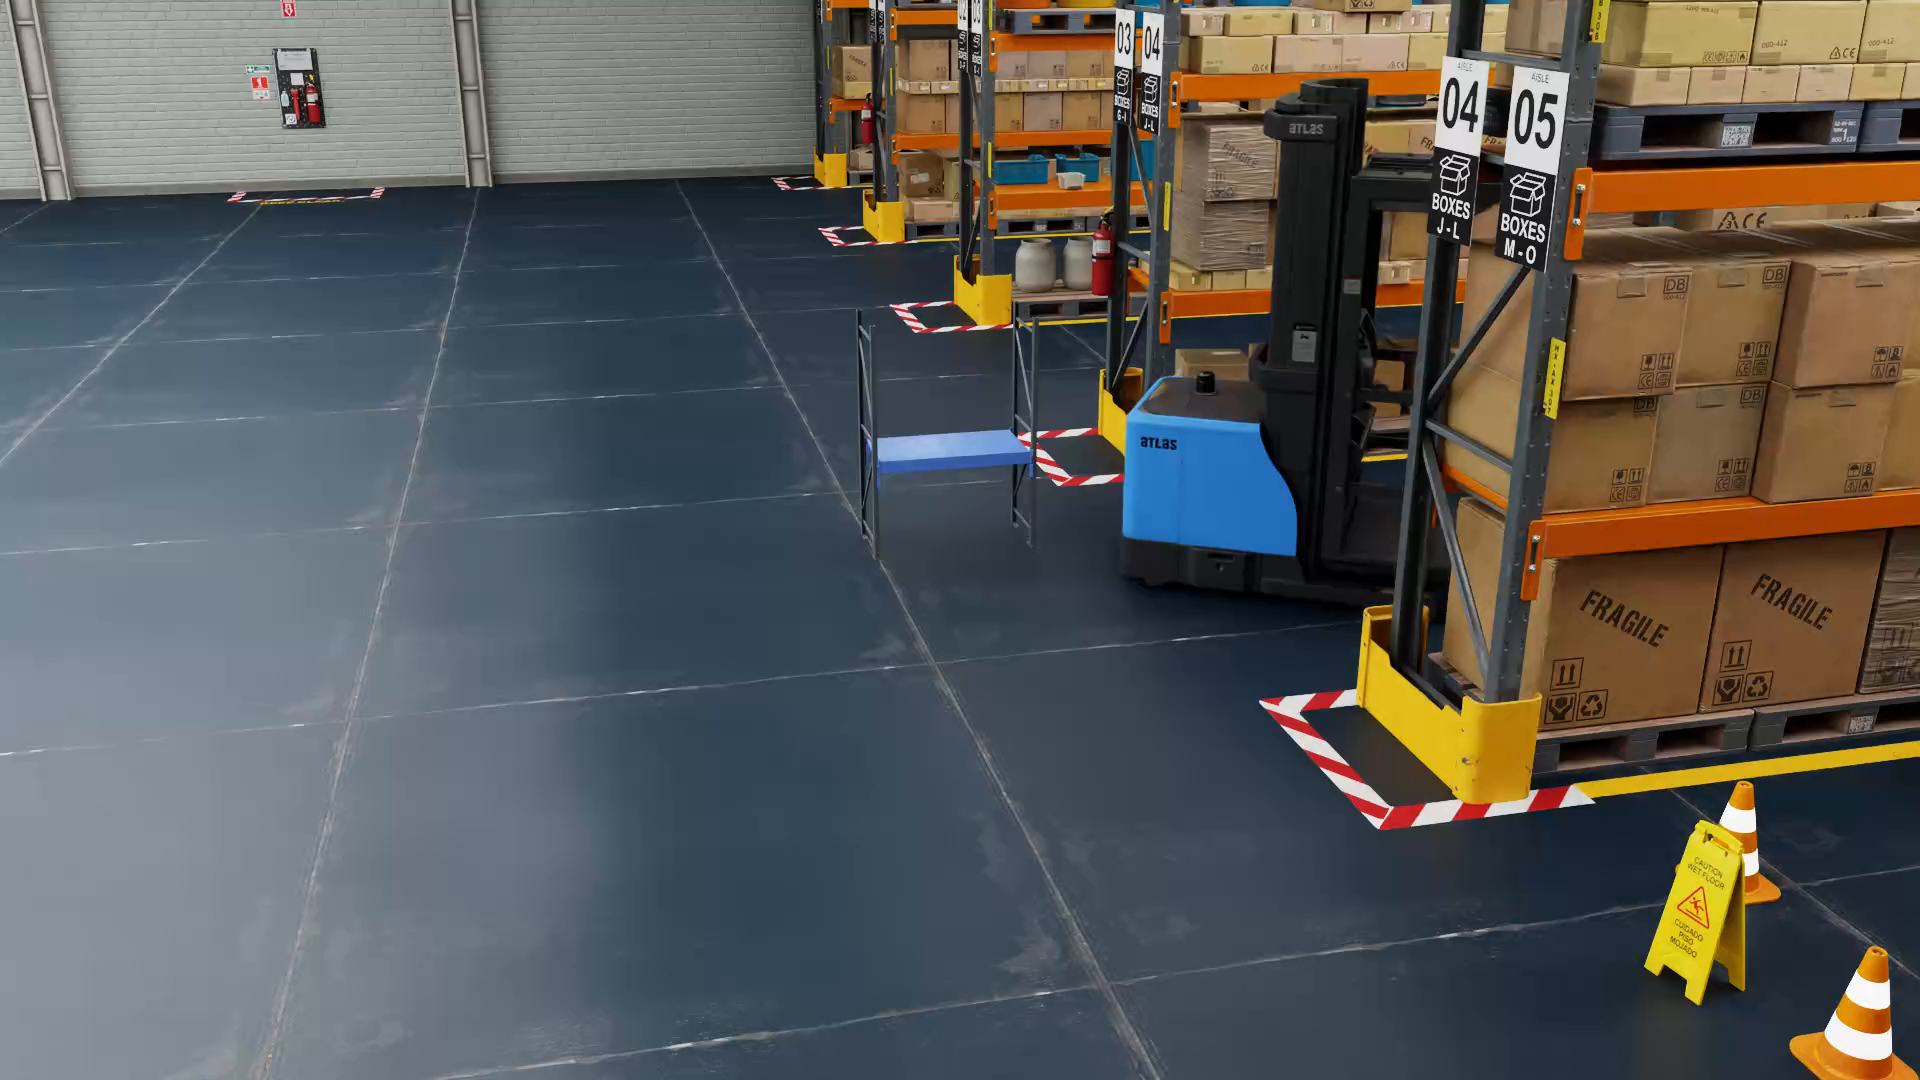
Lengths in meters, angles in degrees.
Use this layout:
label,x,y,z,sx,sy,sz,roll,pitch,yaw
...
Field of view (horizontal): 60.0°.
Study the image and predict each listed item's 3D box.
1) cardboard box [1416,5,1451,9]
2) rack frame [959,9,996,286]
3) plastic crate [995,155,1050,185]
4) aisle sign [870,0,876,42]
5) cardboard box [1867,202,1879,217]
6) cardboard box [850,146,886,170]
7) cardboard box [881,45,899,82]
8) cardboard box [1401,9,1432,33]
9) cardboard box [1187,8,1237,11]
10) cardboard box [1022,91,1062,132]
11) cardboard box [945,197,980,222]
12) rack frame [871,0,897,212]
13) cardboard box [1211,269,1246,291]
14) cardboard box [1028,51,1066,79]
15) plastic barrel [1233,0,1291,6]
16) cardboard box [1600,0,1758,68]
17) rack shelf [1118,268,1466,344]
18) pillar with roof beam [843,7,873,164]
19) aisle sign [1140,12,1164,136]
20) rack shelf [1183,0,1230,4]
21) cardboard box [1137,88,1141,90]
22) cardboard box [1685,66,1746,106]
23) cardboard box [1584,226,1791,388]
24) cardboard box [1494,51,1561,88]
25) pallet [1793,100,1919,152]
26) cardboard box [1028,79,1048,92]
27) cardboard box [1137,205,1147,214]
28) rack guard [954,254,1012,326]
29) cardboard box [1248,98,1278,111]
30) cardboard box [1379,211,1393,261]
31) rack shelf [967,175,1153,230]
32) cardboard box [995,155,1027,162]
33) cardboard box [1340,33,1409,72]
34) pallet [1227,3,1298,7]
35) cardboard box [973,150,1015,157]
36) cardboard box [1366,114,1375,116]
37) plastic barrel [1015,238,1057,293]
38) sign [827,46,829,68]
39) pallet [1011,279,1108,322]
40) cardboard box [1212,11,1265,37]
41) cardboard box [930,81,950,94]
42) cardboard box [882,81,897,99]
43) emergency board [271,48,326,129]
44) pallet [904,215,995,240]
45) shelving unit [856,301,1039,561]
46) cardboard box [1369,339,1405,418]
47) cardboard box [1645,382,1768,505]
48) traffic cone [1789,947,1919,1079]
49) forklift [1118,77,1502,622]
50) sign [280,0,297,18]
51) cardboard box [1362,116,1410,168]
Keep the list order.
label,x,y,z,sx,sy,sz,roll,pitch,yaw
cardboard box,3.549,-3.886,12.339,0.250,0.149,0.380,-5,21,-14
rack frame,0.164,-3.740,16.664,0.127,3.000,1.000,-5,21,-12
plastic crate,0.583,-3.810,17.071,0.616,0.251,0.499,-5,21,-12
aisle sign,-1.103,-6.712,20.998,0.004,0.787,0.394,-5,21,-12
cardboard box,7.406,-2.787,13.668,0.500,0.250,0.500,-5,21,-14
cardboard box,-1.421,-6.025,26.171,0.500,0.311,0.500,-7,21,-19
cardboard box,-1.098,-7.320,25.536,0.500,0.500,0.500,-5,21,-12
cardboard box,3.131,-3.679,11.774,0.250,0.149,0.380,-5,21,-13
cardboard box,1.783,-3.715,11.873,0.250,0.149,0.380,-5,21,-14
cardboard box,0.991,-5.602,21.600,0.500,0.500,0.700,-4,21,-11
cardboard box,0.087,-4.313,21.616,0.500,0.250,0.500,-5,21,-12
rack frame,-0.972,-5.399,21.191,0.127,3.000,1.000,-5,21,-12
cardboard box,1.884,-1.920,12.061,0.250,0.149,0.380,-5,21,-12
cardboard box,1.025,-6.215,21.388,0.500,0.500,0.700,-5,21,-12
plastic barrel,3.064,-5.855,16.737,0.708,0.901,0.600,-5,21,-12
cardboard box,2.876,-2.088,6.823,0.500,0.250,0.500,-5,21,-13
rack shelf,3.251,-1.903,12.694,4.000,0.370,1.077,-5,21,-12
pillar with roof beam,-0.642,-8.777,21.693,0.400,9.000,9.100,-5,21,-12
aisle sign,1.313,-3.198,11.403,0.004,0.787,0.394,-5,21,-12
rack shelf,3.724,-8.602,26.621,4.000,0.370,1.077,-5,21,-12
cardboard box,2.210,-5.933,21.562,0.250,0.149,0.380,-5,21,-14
cardboard box,3.002,-1.889,6.859,0.250,0.149,0.380,-4,21,-12
cardboard box,3.231,-1.082,7.620,0.550,0.550,0.875,-5,21,-12
cardboard box,2.593,-2.088,7.403,0.250,0.149,0.380,-5,21,-13
pallet,4.256,-1.941,7.520,1.213,0.211,1.003,-5,21,-12
cardboard box,0.956,-5.830,21.282,0.250,0.149,0.380,-4,21,-12
cardboard box,2.520,-4.511,22.156,0.500,0.250,0.500,-5,21,-12
rack guard,0.228,-2.588,17.153,0.348,0.500,1.175,-5,21,-12
cardboard box,4.185,-5.859,22.303,0.500,0.500,0.500,-3,20,-9
cardboard box,2.801,-2.408,12.450,0.500,0.500,0.875,-5,21,-12
rack shelf,2.111,-3.561,17.220,4.000,0.370,1.077,-5,21,-12
cardboard box,0.571,-4.709,21.605,0.500,0.500,0.500,-5,21,-12
cardboard box,2.816,-3.453,11.736,0.500,0.250,0.500,-5,21,-13
pallet,3.377,-5.287,16.800,1.003,0.211,1.213,-5,21,-12
cardboard box,0.452,-4.883,22.080,0.500,0.500,0.500,-5,21,-12
cardboard box,2.755,-2.945,12.461,0.500,0.500,0.500,-5,21,-12
plastic barrel,0.787,-2.847,17.232,0.421,0.512,0.421,0,20,0
sign,-1.990,-7.281,25.072,0.005,0.325,0.100,-5,21,-12
pallet,1.019,-2.515,17.374,1.213,0.211,1.003,-5,21,-12
cardboard box,1.900,-3.540,11.395,0.250,0.149,0.380,-4,21,-11
cardboard box,-0.284,-5.731,21.010,0.250,0.149,0.380,-5,21,-14
cardboard box,-1.065,-6.974,25.680,0.500,0.250,0.500,-5,21,-14
emergency board,-9.886,-6.744,24.863,0.643,1.169,0.194,-5,21,-12
pallet,-0.237,-4.164,21.874,1.213,0.211,1.003,-5,21,-12
shelving unit,-0.083,-0.697,10.538,1.048,1.500,0.538,-5,21,-12
cardboard box,3.103,-1.252,12.894,0.500,0.500,0.500,-3,20,-7
cardboard box,3.228,-0.580,7.818,0.550,0.550,0.875,-5,21,-12
traffic cone,3.120,1.616,5.731,0.334,0.463,0.336,-5,21,-12
forklift,2.537,-1.107,9.575,3.031,2.935,1.130,6,21,17
sign,-9.916,-7.865,24.554,0.199,0.298,0.001,-5,21,-12
cardboard box,2.877,-2.768,11.978,0.500,0.500,0.500,-5,21,-12
